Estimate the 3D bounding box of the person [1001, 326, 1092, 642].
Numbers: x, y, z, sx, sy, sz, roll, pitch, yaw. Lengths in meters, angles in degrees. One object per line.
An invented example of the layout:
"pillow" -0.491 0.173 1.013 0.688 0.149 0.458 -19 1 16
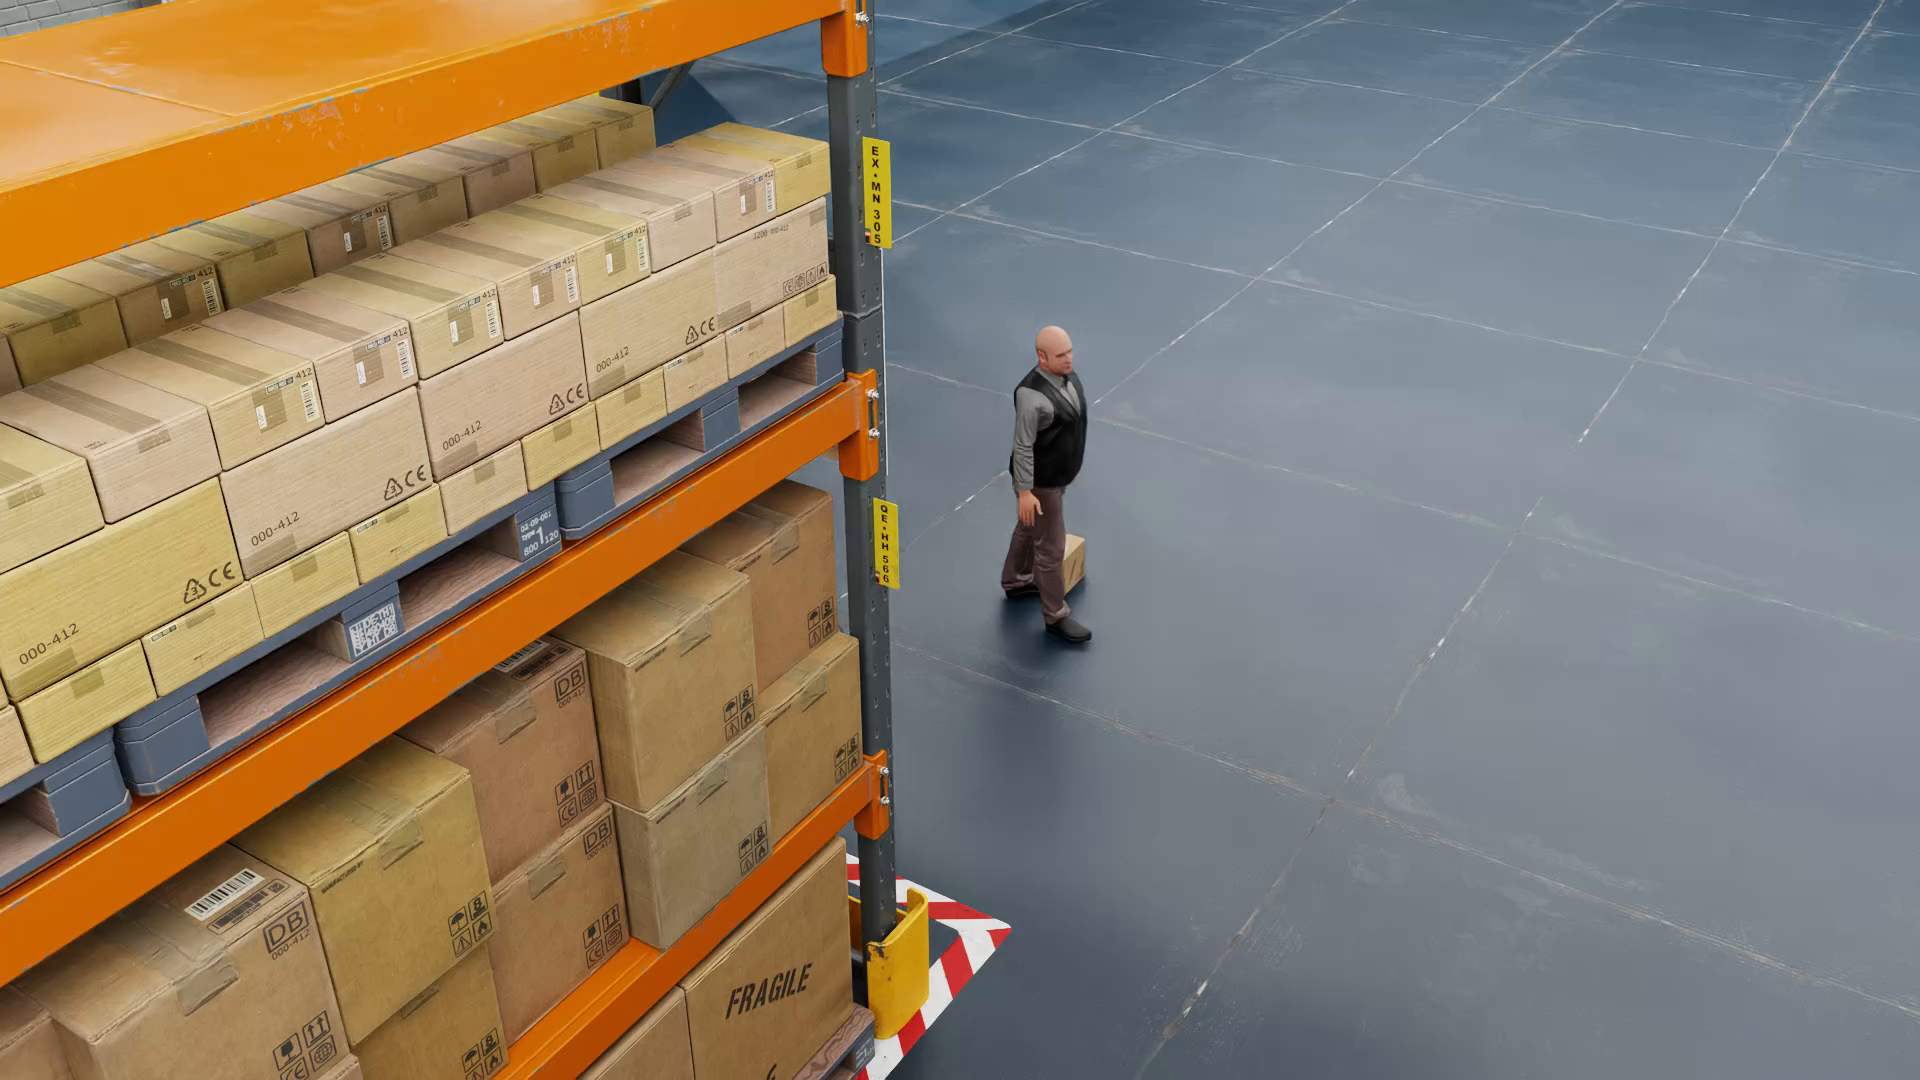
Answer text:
"person" 0.486 -0.320 8.752 0.629 1.723 0.612 12 32 20
